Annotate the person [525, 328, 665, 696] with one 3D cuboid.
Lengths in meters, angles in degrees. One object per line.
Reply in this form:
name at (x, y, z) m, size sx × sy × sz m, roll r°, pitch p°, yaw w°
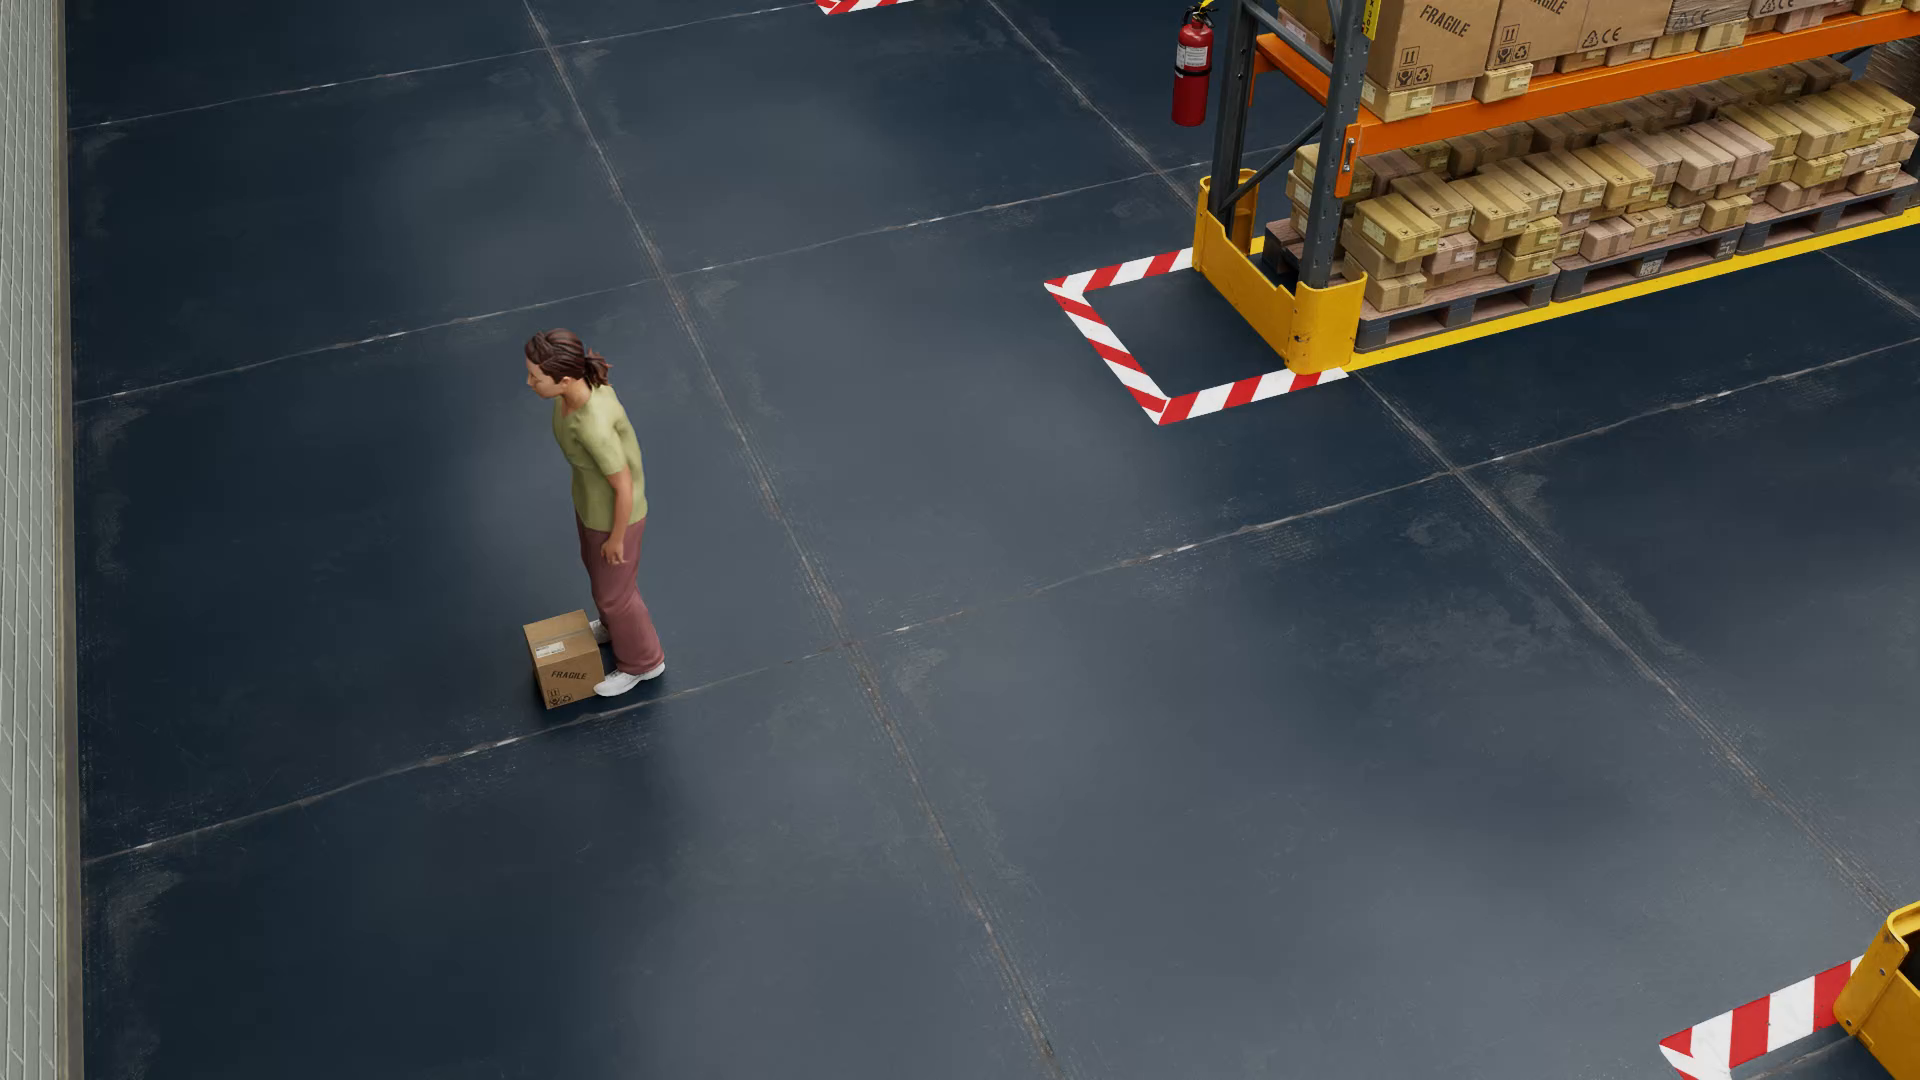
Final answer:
person at (-1.363, -0.115, 6.289) m, size 0.356 × 1.673 × 0.513 m, roll -17°, pitch 45°, yaw -18°
